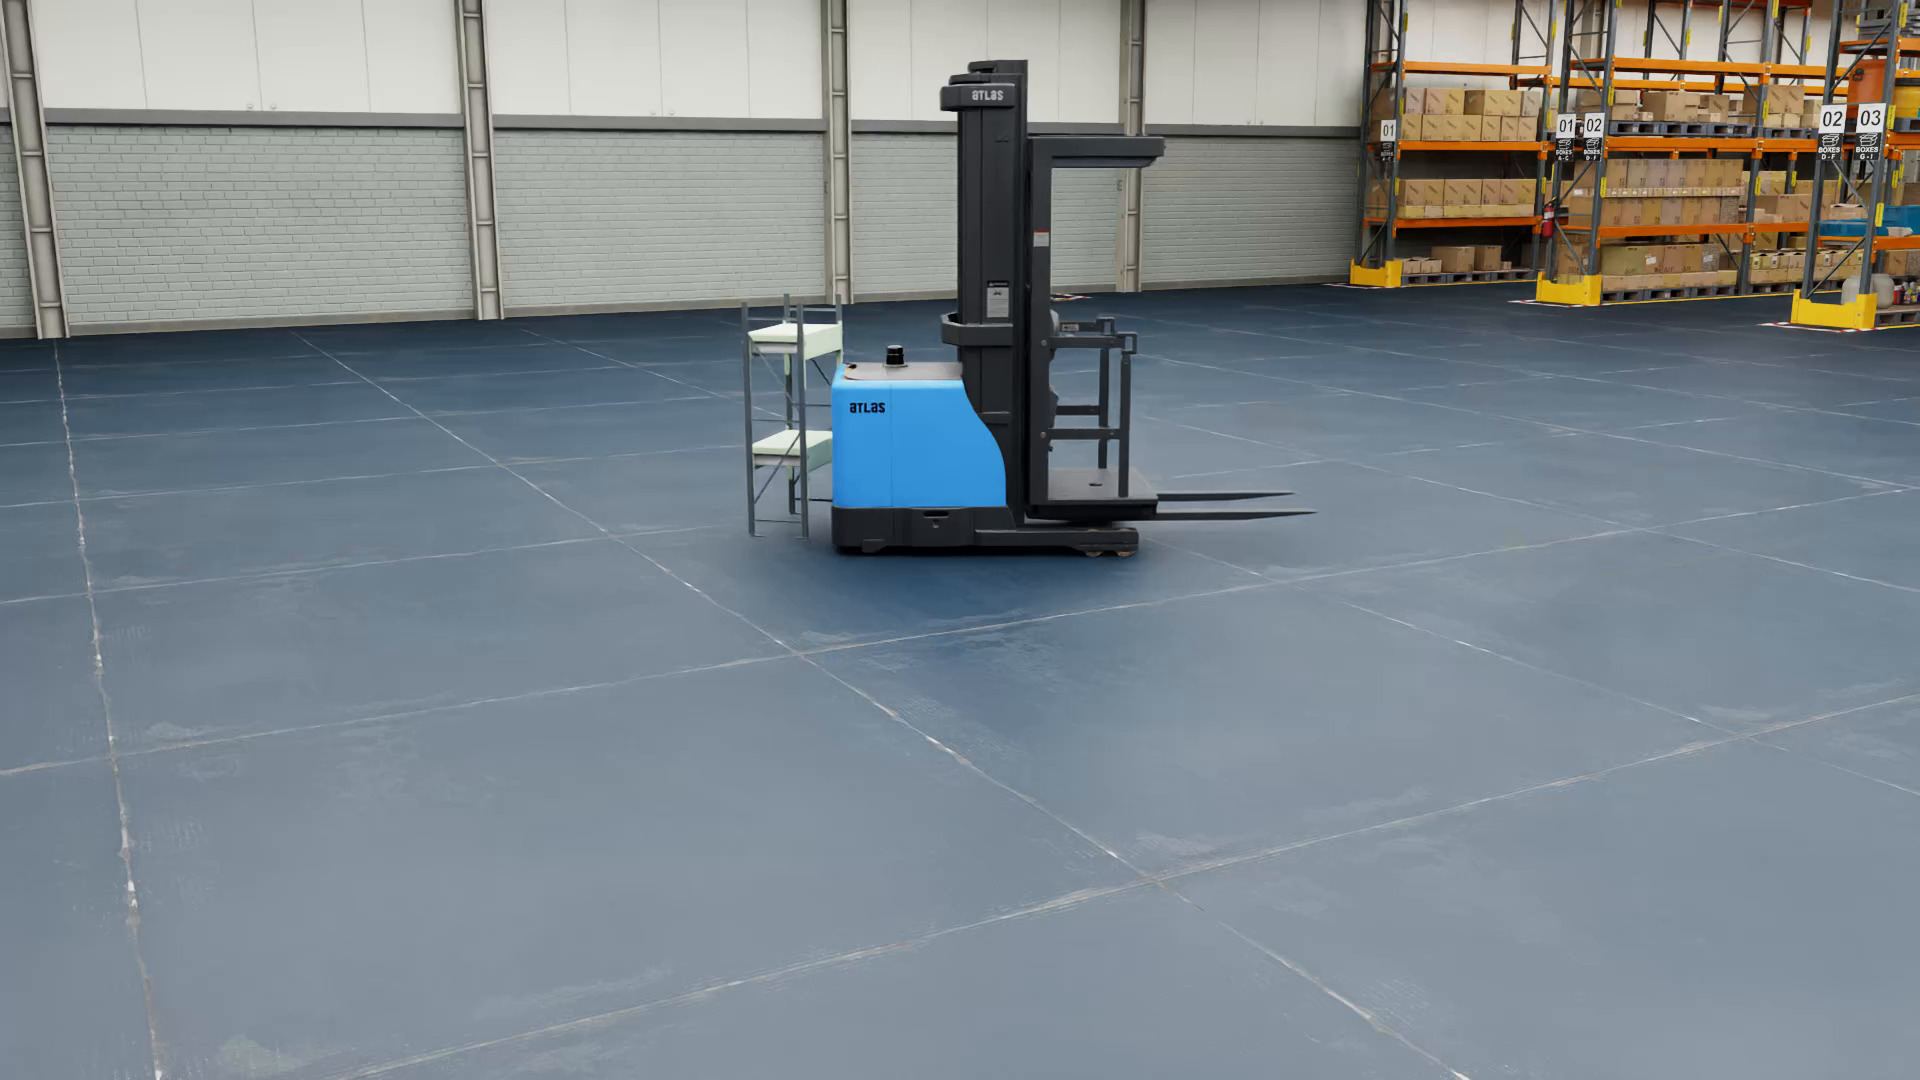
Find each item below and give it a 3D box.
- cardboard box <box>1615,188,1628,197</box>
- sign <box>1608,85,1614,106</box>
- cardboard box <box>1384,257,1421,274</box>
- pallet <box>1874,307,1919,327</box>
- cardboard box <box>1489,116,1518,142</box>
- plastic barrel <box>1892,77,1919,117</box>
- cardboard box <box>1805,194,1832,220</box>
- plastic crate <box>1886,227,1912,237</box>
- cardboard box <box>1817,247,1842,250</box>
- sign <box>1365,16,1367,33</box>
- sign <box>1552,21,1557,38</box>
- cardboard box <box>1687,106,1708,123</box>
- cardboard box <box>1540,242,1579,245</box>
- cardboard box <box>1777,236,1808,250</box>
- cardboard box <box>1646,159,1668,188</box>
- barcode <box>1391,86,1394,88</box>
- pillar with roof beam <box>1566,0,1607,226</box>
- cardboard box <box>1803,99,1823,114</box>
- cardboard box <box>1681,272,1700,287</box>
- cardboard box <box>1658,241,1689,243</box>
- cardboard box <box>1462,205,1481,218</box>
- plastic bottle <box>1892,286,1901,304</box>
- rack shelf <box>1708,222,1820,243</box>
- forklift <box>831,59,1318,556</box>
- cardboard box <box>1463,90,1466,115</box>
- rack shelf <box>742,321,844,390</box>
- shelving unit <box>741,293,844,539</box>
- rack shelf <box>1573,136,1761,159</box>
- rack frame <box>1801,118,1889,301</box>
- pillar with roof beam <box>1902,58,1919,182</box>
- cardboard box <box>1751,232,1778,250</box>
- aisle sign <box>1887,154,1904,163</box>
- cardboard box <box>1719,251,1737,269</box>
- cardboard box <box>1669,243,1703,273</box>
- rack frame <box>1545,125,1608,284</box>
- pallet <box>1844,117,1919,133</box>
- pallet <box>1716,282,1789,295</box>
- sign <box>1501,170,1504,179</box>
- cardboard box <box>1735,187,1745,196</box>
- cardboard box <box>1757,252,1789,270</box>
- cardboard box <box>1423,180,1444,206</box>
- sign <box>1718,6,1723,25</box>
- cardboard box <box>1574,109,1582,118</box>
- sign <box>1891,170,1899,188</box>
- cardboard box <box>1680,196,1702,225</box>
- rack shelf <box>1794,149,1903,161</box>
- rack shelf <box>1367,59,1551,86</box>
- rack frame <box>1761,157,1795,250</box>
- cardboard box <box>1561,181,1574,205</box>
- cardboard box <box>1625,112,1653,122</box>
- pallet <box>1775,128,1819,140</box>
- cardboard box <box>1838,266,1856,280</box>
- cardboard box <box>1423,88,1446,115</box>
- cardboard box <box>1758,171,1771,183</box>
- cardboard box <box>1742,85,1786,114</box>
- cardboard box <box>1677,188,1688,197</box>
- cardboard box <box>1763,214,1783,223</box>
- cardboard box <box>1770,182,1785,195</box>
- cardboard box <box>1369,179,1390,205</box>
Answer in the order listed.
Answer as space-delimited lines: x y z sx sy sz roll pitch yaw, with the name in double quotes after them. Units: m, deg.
11.307 -6.009 28.772 0.250 0.149 0.380 -7 15 -29 "cardboard box"
10.890 -7.436 27.817 0.005 0.325 0.100 -7 14 -28 "sign"
8.903 -5.528 33.463 0.500 0.311 0.500 -9 15 -34 "cardboard box"
13.759 -3.402 25.243 1.213 0.211 1.003 -7 14 -28 "pallet"
10.989 -8.361 33.824 0.500 0.500 0.500 -8 15 -33 "cardboard box"
13.939 -6.565 24.731 0.600 0.588 0.600 0 13 0 "plastic barrel"
16.186 -6.326 31.660 0.500 0.500 0.500 -8 15 -31 "cardboard box"
13.939 -4.564 24.658 0.250 0.136 0.298 -7 14 -28 "plastic crate"
17.051 -5.596 32.670 0.500 0.311 0.500 -6 14 -26 "cardboard box"
8.004 -10.139 32.676 0.005 0.325 0.100 -7 14 -28 "sign"
12.007 -10.305 33.596 0.005 0.325 0.100 -7 14 -28 "sign"
13.098 -7.670 29.956 0.500 0.311 0.500 -8 15 -31 "cardboard box"
12.831 -6.130 35.708 0.500 0.500 0.700 -7 15 -29 "cardboard box"
19.491 -6.876 39.069 0.500 0.500 0.700 -7 14 -27 "cardboard box"
11.993 -6.459 29.295 0.500 0.500 0.700 -7 14 -28 "cardboard box"
8.636 -9.033 33.214 0.075 0.075 0.001 -7 14 -28 "barcode"
15.782 -9.538 32.497 0.400 9.000 9.100 -7 14 -28 "pillar with roof beam"
19.545 -9.863 38.220 0.500 0.500 0.500 -7 14 -28 "cardboard box"
12.962 -4.703 29.979 0.500 0.250 0.500 -7 14 -28 "cardboard box"
13.148 -5.223 30.583 0.500 0.500 0.500 -7 14 -28 "cardboard box"
10.177 -6.659 33.662 0.500 0.250 0.500 -7 14 -27 "cardboard box"
14.636 -3.845 26.065 0.135 0.276 0.152 -7 14 -27 "plastic bottle"
15.896 -5.896 31.613 4.000 0.370 1.077 -7 14 -28 "rack shelf"
0.708 -1.448 10.367 3.031 2.935 1.130 -1 13 -2 "forklift"
9.868 -8.834 33.647 0.500 0.500 0.500 -7 14 -28 "cardboard box"
-1.074 -1.206 10.771 0.431 0.370 0.720 3 13 15 "rack shelf"
-1.073 -0.825 10.856 0.431 1.500 0.755 3 13 15 "shelving unit"
12.385 -6.938 29.414 4.000 0.370 1.077 -7 14 -28 "rack shelf"
12.999 -4.660 24.486 0.127 3.000 1.000 -7 14 -28 "rack frame"
26.314 -10.801 38.106 0.400 9.000 9.100 -7 14 -28 "pillar with roof beam"
18.277 -6.895 38.354 0.750 0.750 0.750 -7 14 -27 "cardboard box"
22.503 -9.471 39.940 0.004 0.787 0.394 -7 14 -28 "aisle sign"
14.358 -5.271 31.228 0.500 0.311 0.500 -7 14 -28 "cardboard box"
12.956 -5.071 29.908 0.500 0.500 0.500 -7 14 -28 "cardboard box"
10.629 -5.615 28.729 0.127 3.000 1.000 -7 14 -28 "rack frame"
13.772 -6.100 24.480 1.213 0.211 1.003 -7 14 -28 "pallet"
14.768 -4.761 31.283 1.213 0.211 1.003 -7 14 -28 "pallet"
11.494 -7.662 35.186 0.005 0.325 0.100 -7 14 -28 "sign"
14.004 -6.332 30.206 0.250 0.149 0.380 -7 14 -28 "cardboard box"
15.064 -5.220 31.003 0.500 0.311 0.500 -7 14 -29 "cardboard box"
9.254 -6.915 33.090 0.500 0.500 0.500 -7 14 -28 "cardboard box"
13.870 -9.561 30.288 0.005 0.325 0.100 -7 14 -28 "sign"
13.364 -8.879 35.216 0.500 0.500 0.500 -7 15 -30 "cardboard box"
17.920 -6.915 31.868 0.005 0.325 0.100 -7 14 -28 "sign"
12.852 -5.928 29.892 0.500 0.500 0.700 -7 14 -27 "cardboard box"
20.541 -9.155 39.263 4.000 0.370 1.077 -7 14 -28 "rack shelf"
10.008 -9.354 33.325 4.000 0.370 1.077 -7 14 -28 "rack shelf"
18.785 -7.832 38.579 0.127 3.000 1.000 -7 14 -28 "rack frame"
12.720 -7.358 35.244 0.500 0.500 0.700 -5 14 -22 "cardboard box"
11.746 -7.319 28.765 0.250 0.149 0.380 -7 14 -28 "cardboard box"
16.118 -7.621 31.241 1.213 0.211 1.003 -6 14 -25 "pallet"
16.856 -5.163 32.026 0.500 0.250 0.500 -7 14 -29 "cardboard box"
9.171 -8.616 32.680 0.500 0.500 0.500 -7 14 -29 "cardboard box"
18.044 -8.251 37.783 0.500 0.250 0.500 -6 14 -27 "cardboard box"
14.701 -8.054 30.412 0.500 0.500 0.500 -7 14 -27 "cardboard box"
12.657 -6.170 29.487 0.250 0.149 0.380 -6 14 -26 "cardboard box"
15.016 -5.968 30.866 0.250 0.149 0.380 -7 14 -28 "cardboard box"
18.501 -7.939 38.101 0.500 0.500 0.500 -7 15 -29 "cardboard box"
8.564 -6.963 33.304 0.500 0.500 0.500 -7 14 -28 "cardboard box"
